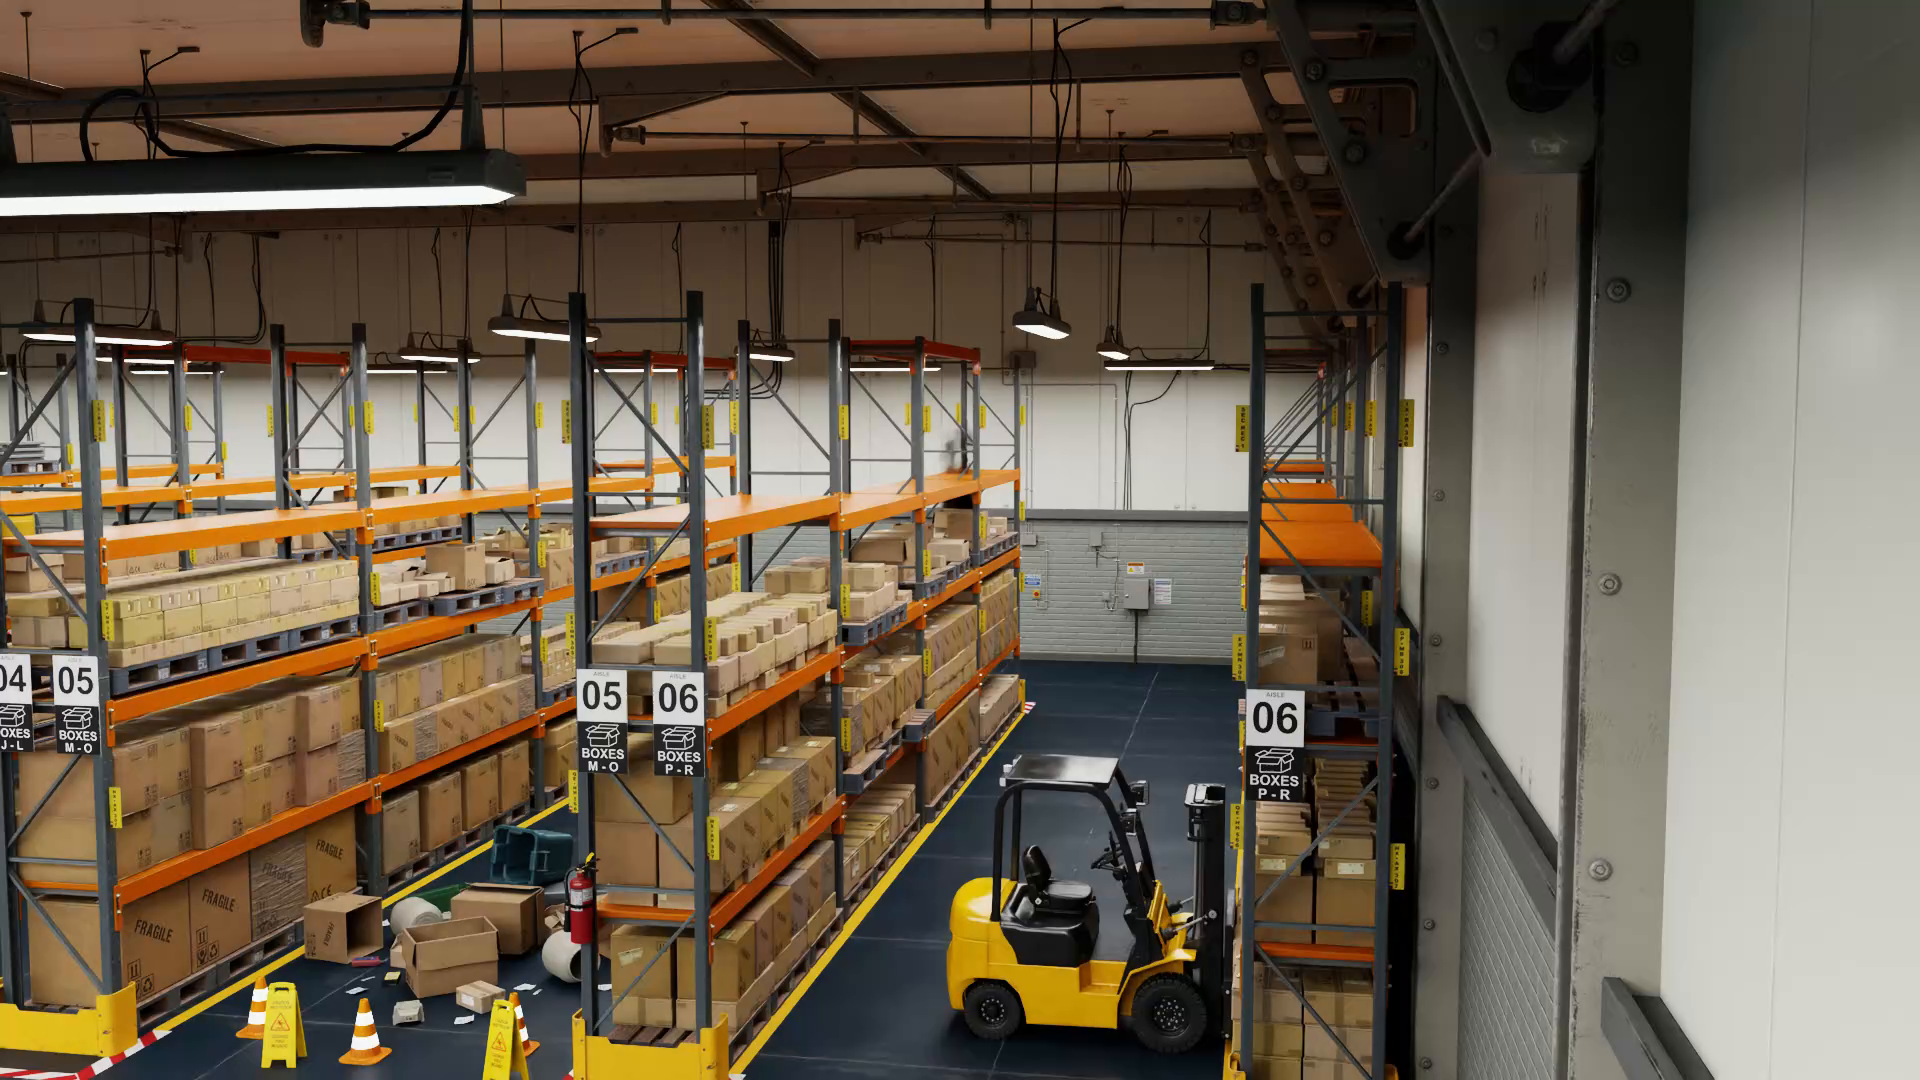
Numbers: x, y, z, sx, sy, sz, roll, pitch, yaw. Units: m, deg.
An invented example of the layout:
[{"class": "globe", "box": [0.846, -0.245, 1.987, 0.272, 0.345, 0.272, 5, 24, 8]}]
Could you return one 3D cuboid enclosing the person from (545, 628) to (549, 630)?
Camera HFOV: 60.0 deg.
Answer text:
[{"class": "person", "box": [-6.617, 2.200, 26.919, 0.538, 1.576, 0.804, 1, 5, 16]}]
